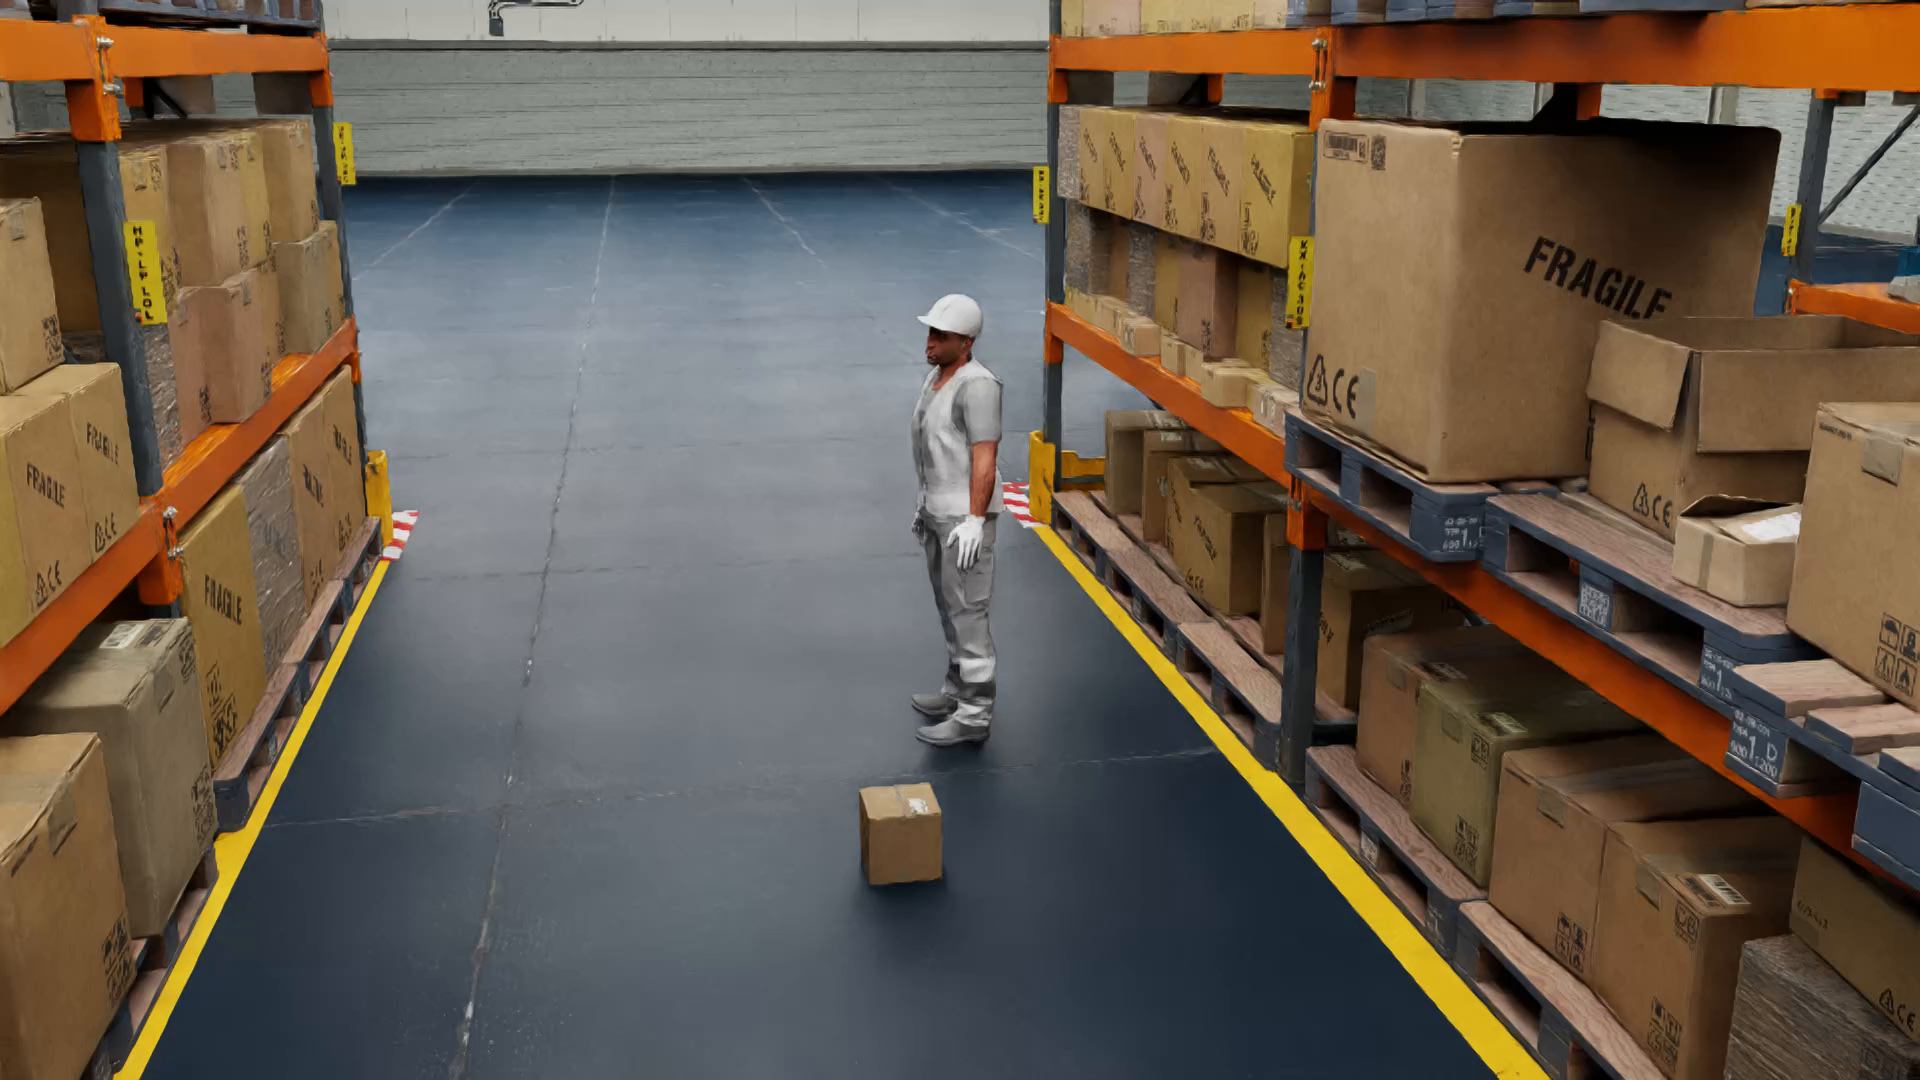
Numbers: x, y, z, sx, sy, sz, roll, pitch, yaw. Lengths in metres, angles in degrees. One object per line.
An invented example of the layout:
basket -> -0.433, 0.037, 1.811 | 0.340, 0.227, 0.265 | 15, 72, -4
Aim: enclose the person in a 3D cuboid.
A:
person -> -0.031, -0.075, 6.628 | 0.393, 1.800, 0.668 | -6, 17, -20
